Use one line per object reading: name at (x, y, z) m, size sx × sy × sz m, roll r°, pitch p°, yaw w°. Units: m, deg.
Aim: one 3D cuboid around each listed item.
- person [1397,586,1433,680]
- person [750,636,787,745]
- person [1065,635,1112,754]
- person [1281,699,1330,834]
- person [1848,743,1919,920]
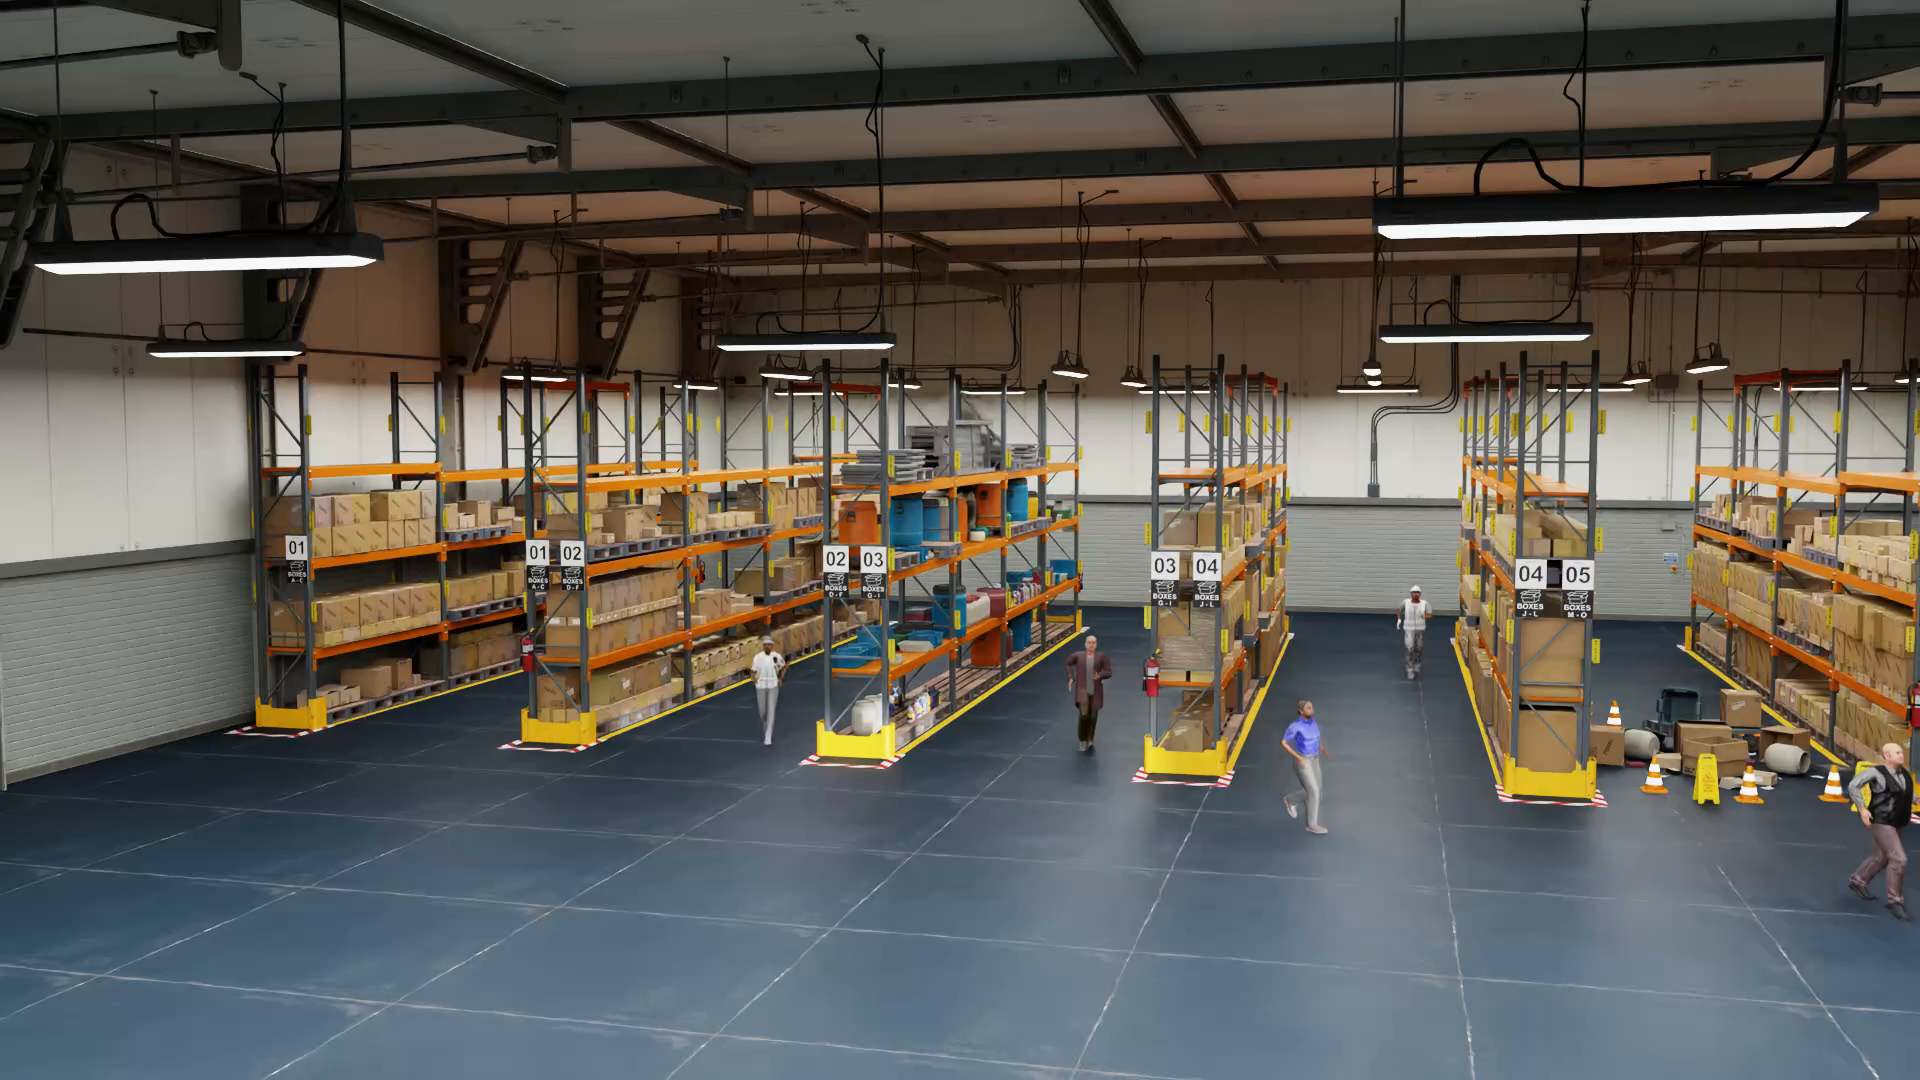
person at (9.033, 1.817, 33.042) m, size 0.671 × 1.827 × 0.873 m, roll 1°, pitch 4°, yaw 9°
person at (-3.036, 2.348, 26.356) m, size 0.579 × 1.692 × 0.851 m, roll 0°, pitch 4°, yaw -1°
person at (1.982, 2.362, 25.481) m, size 0.684 × 1.804 × 0.743 m, roll 0°, pitch 4°, yaw -4°
person at (4.255, 2.781, 20.562) m, size 0.585 × 1.603 × 0.729 m, roll -3°, pitch 5°, yaw -38°
person at (9.563, 2.965, 17.165) m, size 0.644 × 1.770 × 0.793 m, roll -2°, pitch 4°, yaw -28°
